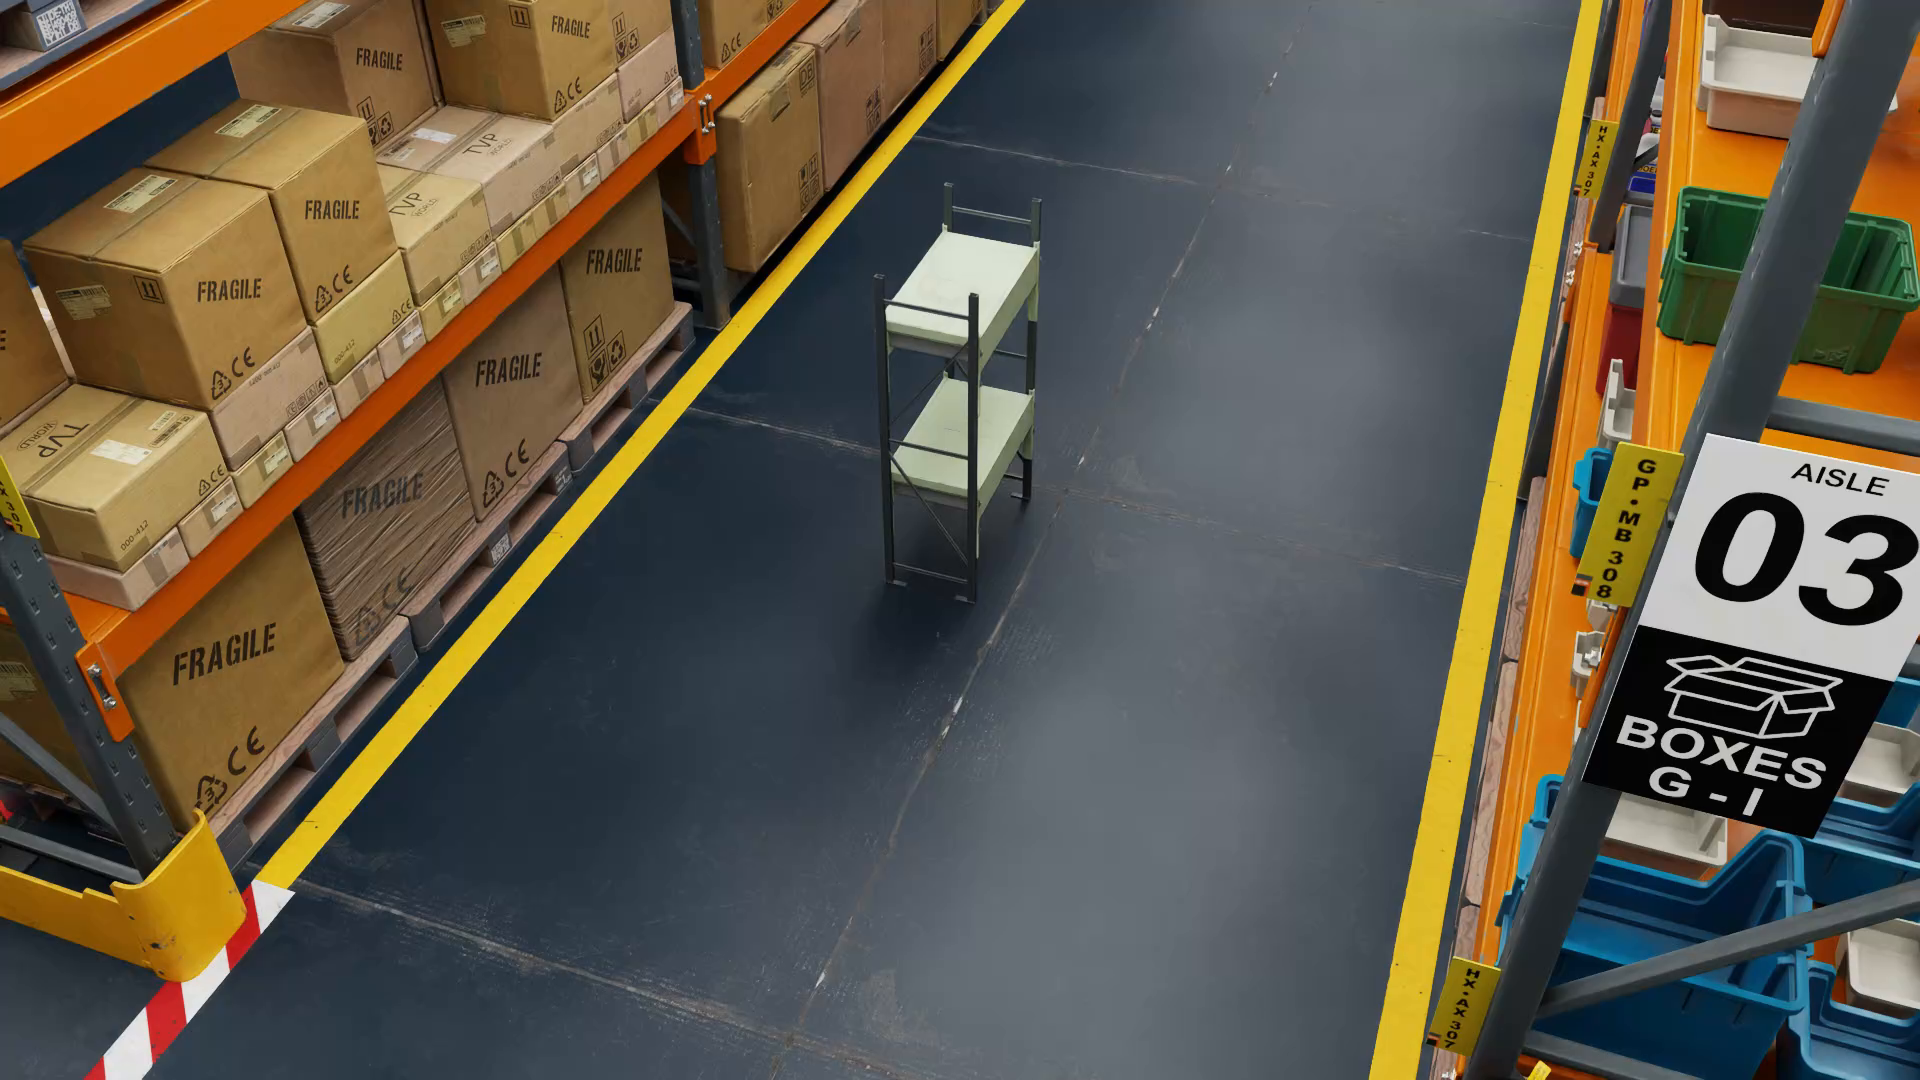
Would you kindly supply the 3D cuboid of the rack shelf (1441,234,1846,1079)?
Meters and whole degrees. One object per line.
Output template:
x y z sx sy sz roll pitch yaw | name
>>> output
2.300 0.247 5.204 1.077 0.370 4.000 13 42 15 | rack shelf

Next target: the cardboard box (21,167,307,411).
-2.450 -0.786 5.168 0.500 0.500 0.500 12 42 14 | cardboard box

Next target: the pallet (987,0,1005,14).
-0.034 -4.201 12.012 1.003 0.211 1.213 13 42 15 | pallet

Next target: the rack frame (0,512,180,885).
-3.038 0.094 4.829 1.000 3.000 0.127 13 42 15 | rack frame

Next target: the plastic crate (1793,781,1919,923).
2.235 0.755 4.137 0.416 0.233 0.300 13 42 15 | plastic crate

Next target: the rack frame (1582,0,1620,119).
4.352 -3.687 9.260 1.000 3.000 0.127 13 42 15 | rack frame

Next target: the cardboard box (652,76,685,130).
-1.467 -1.992 7.467 0.380 0.149 0.250 14 42 15 | cardboard box

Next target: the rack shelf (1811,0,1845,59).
2.300 -1.883 3.387 1.077 0.370 4.000 13 42 15 | rack shelf

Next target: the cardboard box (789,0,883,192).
-1.166 -2.638 9.344 1.225 0.875 0.875 12 42 14 | cardboard box

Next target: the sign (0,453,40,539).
-2.519 -0.139 4.374 0.100 0.325 0.005 13 42 15 | sign

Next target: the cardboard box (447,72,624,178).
-1.750 -1.759 6.887 0.500 0.250 0.500 15 43 16 | cardboard box

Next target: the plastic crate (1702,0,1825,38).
2.301 -1.641 4.653 0.497 0.269 0.590 13 42 15 | plastic crate

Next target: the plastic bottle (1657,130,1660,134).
2.931 -1.628 7.000 0.097 0.201 0.097 0 40 0 | plastic bottle

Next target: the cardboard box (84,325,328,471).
-2.449 -0.514 5.428 0.500 0.250 0.500 13 42 15 | cardboard box

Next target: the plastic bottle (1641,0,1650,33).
3.426 -2.601 8.084 0.152 0.276 0.135 13 42 15 | plastic bottle

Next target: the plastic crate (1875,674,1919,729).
2.460 0.353 4.608 0.416 0.233 0.300 13 42 15 | plastic crate

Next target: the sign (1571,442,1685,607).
1.093 -0.021 2.733 0.100 0.325 0.005 13 42 15 | sign

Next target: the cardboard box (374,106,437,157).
-2.424 -1.554 6.647 0.500 0.250 0.500 14 43 16 | cardboard box

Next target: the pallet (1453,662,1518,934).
2.353 1.018 5.895 1.003 0.211 1.213 13 42 15 | pallet

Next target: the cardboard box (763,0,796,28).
-1.107 -2.916 8.280 0.500 0.500 0.500 13 42 15 | cardboard box

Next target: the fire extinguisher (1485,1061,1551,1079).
1.137 1.355 3.697 0.296 0.674 0.183 13 42 15 | fire extinguisher

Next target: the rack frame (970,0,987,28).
-0.303 -4.786 10.548 1.000 3.000 0.127 13 42 15 | rack frame

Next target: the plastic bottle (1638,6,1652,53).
3.274 -2.420 7.865 0.061 0.283 0.133 13 42 15 | plastic bottle

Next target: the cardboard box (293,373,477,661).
-2.584 -0.221 6.512 0.875 0.875 0.875 13 42 15 | cardboard box

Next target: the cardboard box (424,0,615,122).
-1.752 -2.043 6.642 0.500 0.500 0.500 14 42 16 | cardboard box

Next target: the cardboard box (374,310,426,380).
-2.170 -0.739 5.999 0.380 0.149 0.250 13 42 15 | cardboard box

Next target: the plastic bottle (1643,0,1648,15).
3.462 -2.755 8.258 0.061 0.283 0.133 13 42 15 | plastic bottle

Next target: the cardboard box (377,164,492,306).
-2.100 -1.139 6.160 0.500 0.250 0.500 12 42 14 | cardboard box

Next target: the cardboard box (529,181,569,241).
-1.819 -1.364 6.731 0.380 0.149 0.250 14 42 16 | cardboard box

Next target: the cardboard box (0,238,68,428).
-3.119 -0.603 4.955 0.500 0.500 0.500 14 42 16 | cardboard box

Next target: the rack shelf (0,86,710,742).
-2.355 -0.853 6.493 1.077 0.370 4.000 13 42 15 | rack shelf

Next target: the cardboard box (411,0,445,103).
-2.250 -2.154 6.772 0.500 0.500 0.500 13 42 15 | cardboard box

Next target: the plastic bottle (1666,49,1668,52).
3.112 -2.042 7.428 0.152 0.276 0.135 13 42 15 | plastic bottle

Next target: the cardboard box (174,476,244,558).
-2.521 -0.111 5.263 0.380 0.149 0.250 13 42 14 | cardboard box

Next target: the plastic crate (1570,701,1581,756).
1.837 0.559 4.440 0.396 0.136 0.243 13 42 15 | plastic crate

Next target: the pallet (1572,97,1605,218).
4.121 -2.136 9.591 1.003 0.211 1.213 13 42 15 | pallet

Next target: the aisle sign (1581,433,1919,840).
1.316 0.183 2.722 0.394 0.787 0.004 13 42 15 | aisle sign

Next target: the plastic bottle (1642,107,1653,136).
2.851 -1.666 6.981 0.061 0.283 0.133 13 42 15 | plastic bottle

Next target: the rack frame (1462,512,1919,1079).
1.616 1.193 3.541 1.000 3.000 0.127 13 42 15 | rack frame

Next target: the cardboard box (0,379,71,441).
-3.122 -0.317 5.197 0.500 0.250 0.500 13 42 14 | cardboard box

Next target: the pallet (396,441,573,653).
-2.420 -0.092 7.196 1.003 0.211 1.213 13 42 15 | pallet

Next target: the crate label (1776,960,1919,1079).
2.010 1.156 3.667 0.416 0.233 0.303 13 42 15 | crate label

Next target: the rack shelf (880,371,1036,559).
0.002 -0.327 6.980 0.431 0.370 0.720 13 42 15 | rack shelf

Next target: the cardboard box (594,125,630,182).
-1.643 -1.678 7.100 0.380 0.149 0.250 13 42 14 | cardboard box

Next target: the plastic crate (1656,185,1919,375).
1.685 -0.533 3.415 0.450 0.188 0.336 13 42 15 | plastic crate

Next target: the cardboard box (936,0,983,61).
-0.558 -3.721 10.614 1.225 0.875 0.875 11 42 13 | cardboard box

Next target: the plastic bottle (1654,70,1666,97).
2.991 -1.861 7.159 0.144 0.351 0.185 13 42 15 | plastic bottle

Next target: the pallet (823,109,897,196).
-1.062 -2.519 10.040 1.003 0.211 1.213 13 42 15 | pallet

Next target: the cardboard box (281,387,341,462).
-2.345 -0.427 5.632 0.380 0.149 0.250 13 42 14 | cardboard box

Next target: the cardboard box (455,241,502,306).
-1.994 -1.053 6.367 0.380 0.149 0.250 14 42 16 | cardboard box

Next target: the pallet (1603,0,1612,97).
4.653 -3.090 10.709 1.003 0.211 1.213 13 42 15 | pallet

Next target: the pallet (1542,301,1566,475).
3.287 -0.647 7.846 1.003 0.211 1.213 13 42 15 | pallet

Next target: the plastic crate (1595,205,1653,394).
2.443 -0.805 5.787 0.402 0.464 0.583 13 42 15 | plastic crate

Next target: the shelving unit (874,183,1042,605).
0.002 -0.575 6.768 0.431 1.500 0.755 13 42 15 | shelving unit

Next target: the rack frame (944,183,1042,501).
0.127 -0.798 7.030 0.400 1.500 0.023 13 42 15 | rack frame

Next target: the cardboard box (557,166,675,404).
-1.971 -1.313 7.791 0.875 0.875 0.875 13 42 15 | cardboard box

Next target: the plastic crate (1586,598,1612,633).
1.993 0.199 4.862 0.298 0.136 0.250 13 42 15 | plastic crate
